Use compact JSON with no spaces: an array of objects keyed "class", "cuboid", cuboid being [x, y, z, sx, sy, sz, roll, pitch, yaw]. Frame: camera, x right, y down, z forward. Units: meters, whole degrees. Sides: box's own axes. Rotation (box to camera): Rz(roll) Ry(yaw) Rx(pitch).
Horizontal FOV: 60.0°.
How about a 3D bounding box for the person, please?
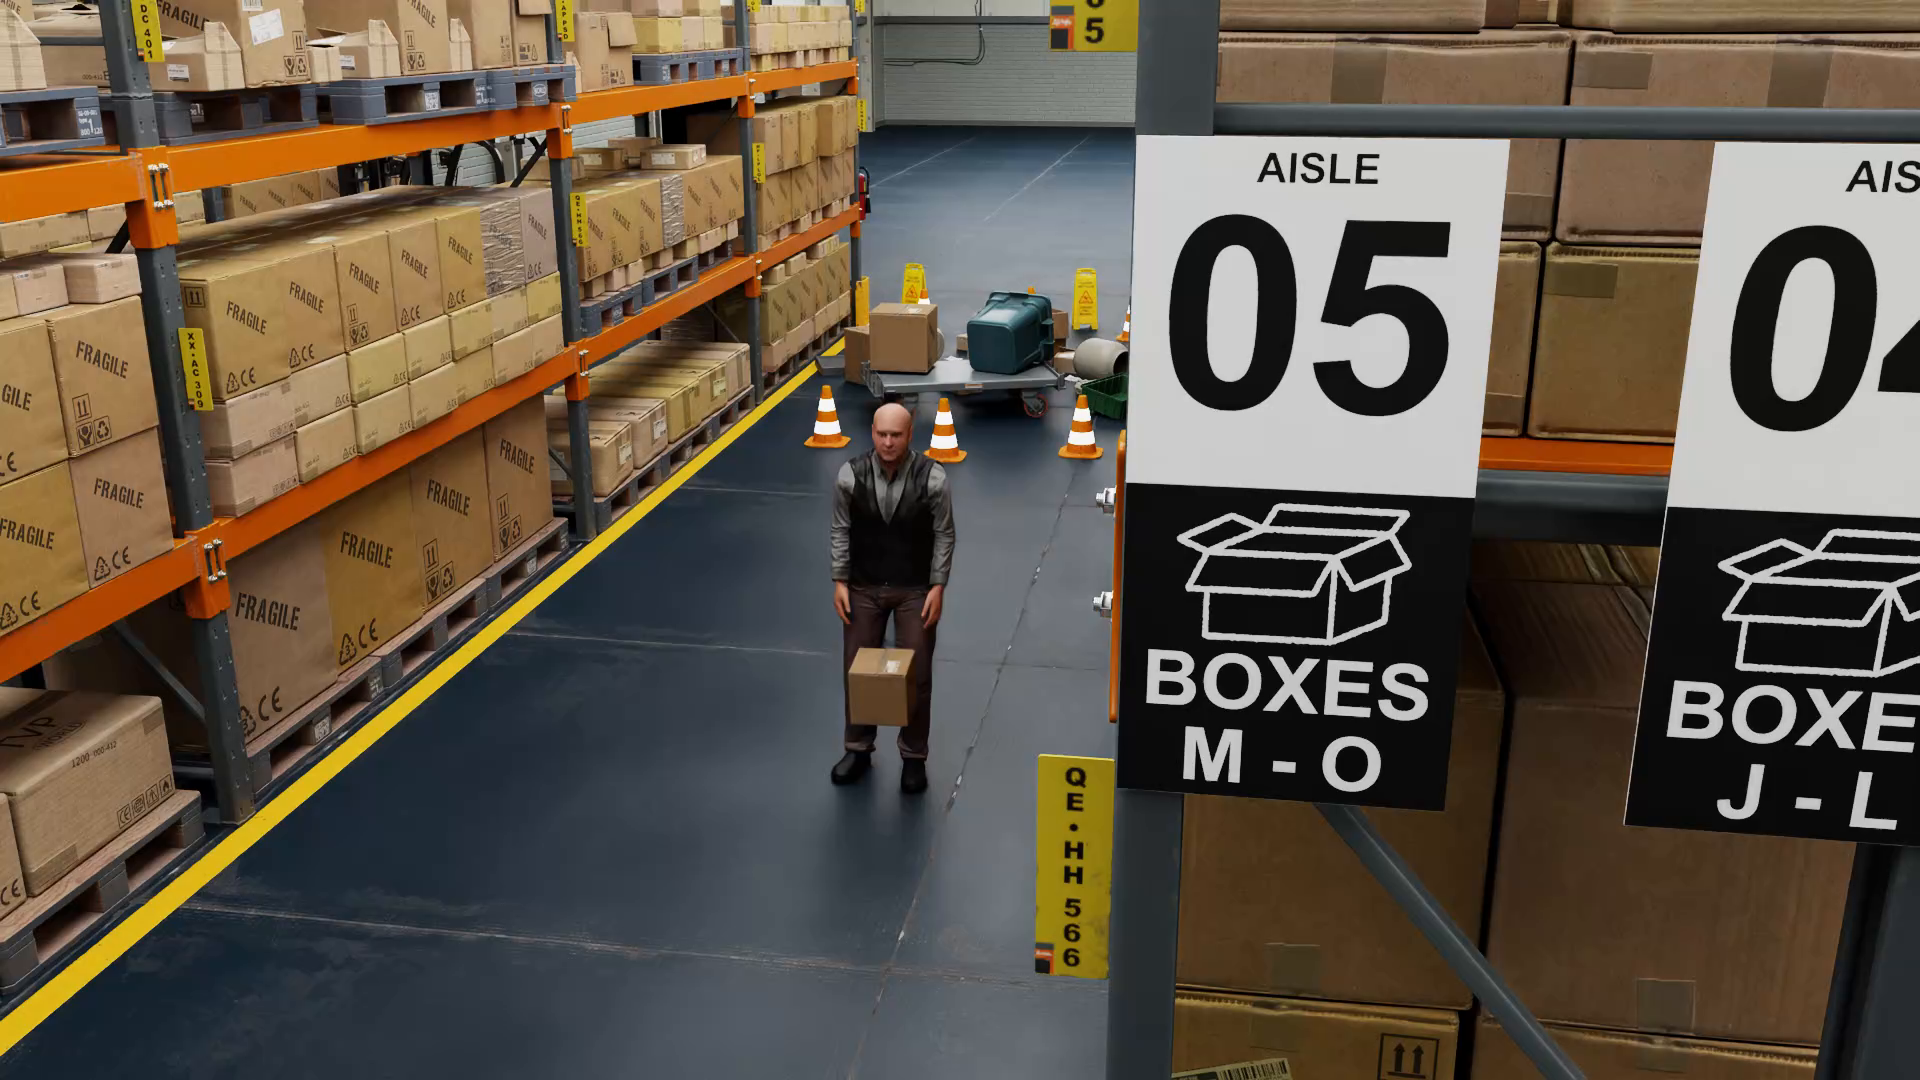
[{"class":"person","cuboid":[-0.300,0.235,7.350,0.560,1.725,0.472,2,18,7]}]
